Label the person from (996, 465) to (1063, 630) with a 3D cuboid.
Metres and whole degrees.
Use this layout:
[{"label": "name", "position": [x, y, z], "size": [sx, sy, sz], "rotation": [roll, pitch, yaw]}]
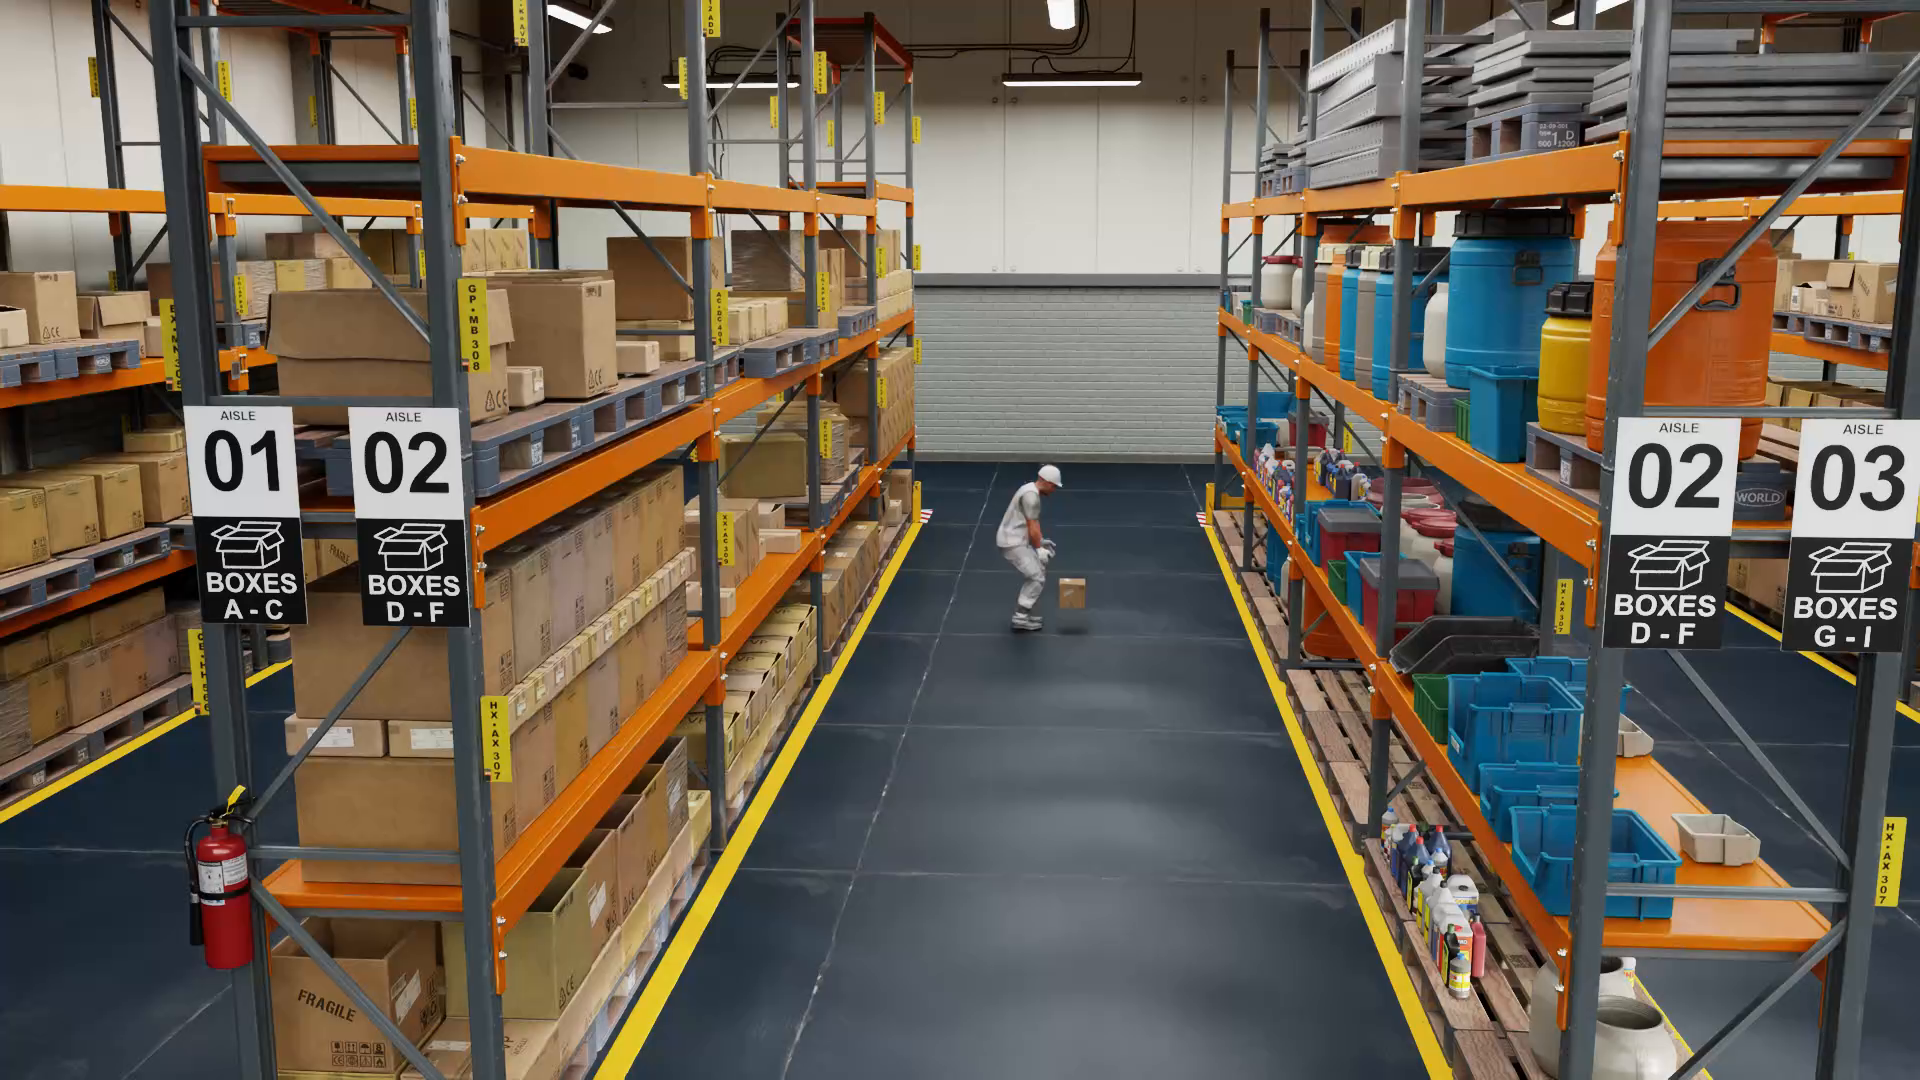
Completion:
[{"label": "person", "position": [0.673, 0.057, 16.122], "size": [0.647, 1.580, 0.575], "rotation": [1, 11, 4]}]
